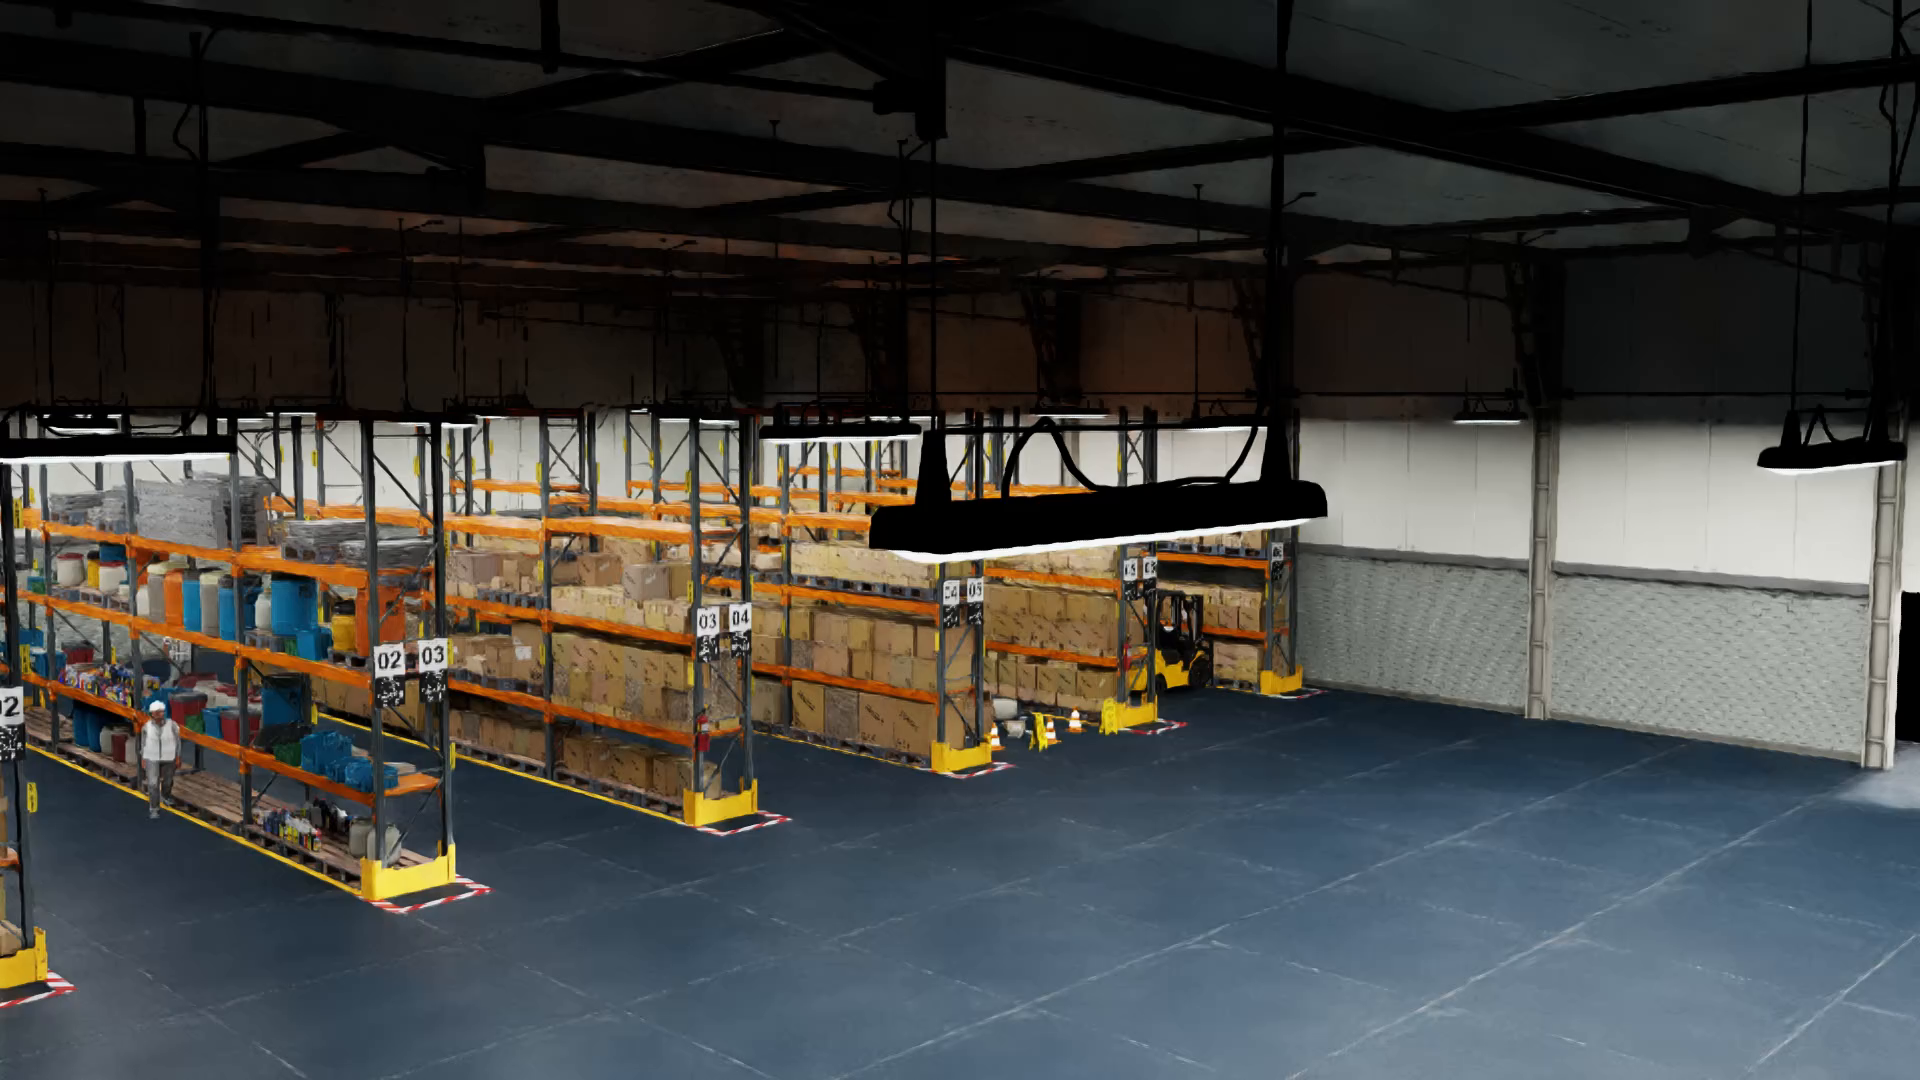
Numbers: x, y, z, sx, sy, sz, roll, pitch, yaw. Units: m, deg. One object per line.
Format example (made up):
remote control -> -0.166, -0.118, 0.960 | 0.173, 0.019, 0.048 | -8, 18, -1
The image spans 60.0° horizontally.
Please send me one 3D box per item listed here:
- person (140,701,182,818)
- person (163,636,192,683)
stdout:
person -> -11.991, 3.257, 24.974 | 0.558, 1.736, 0.929 | -3, 6, -30
person -> -16.110, 2.437, 34.388 | 0.536, 1.715, 0.682 | 5, 7, 42
